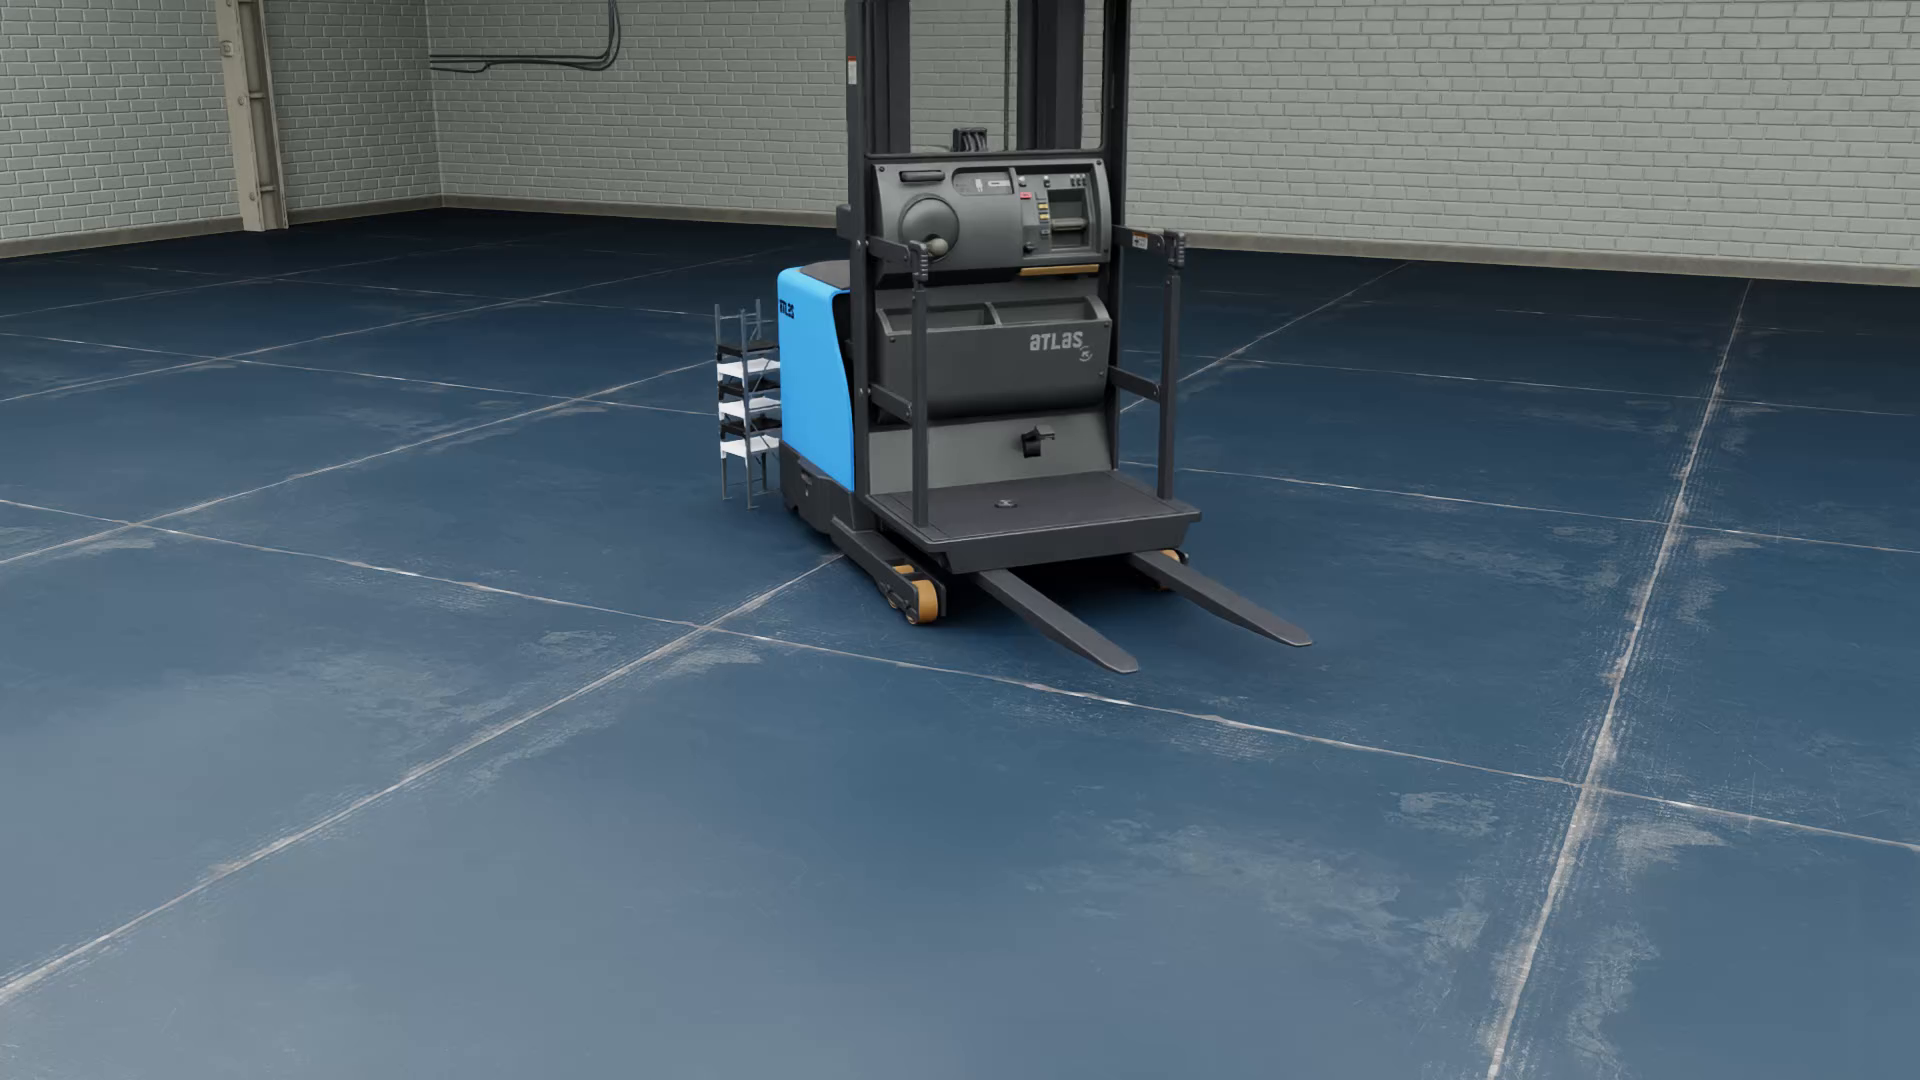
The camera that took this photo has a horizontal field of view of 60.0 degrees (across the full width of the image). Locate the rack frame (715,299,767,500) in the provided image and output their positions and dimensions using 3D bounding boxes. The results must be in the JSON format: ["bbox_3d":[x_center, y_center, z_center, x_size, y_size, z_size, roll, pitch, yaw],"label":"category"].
[{"bbox_3d":[-0.997,-0.637,7.587,0.240,0.900,0.006,-14,22,-39],"label":"rack frame"}]

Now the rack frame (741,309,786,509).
[{"bbox_3d":[-0.862,-0.594,7.441,0.240,0.900,0.006,-14,22,-39],"label":"rack frame"}]

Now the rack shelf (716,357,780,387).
[{"bbox_3d":[-0.930,-0.756,7.473,0.258,0.077,0.200,-14,22,-39],"label":"rack shelf"}]

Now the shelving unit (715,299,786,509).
[{"bbox_3d":[-0.930,-0.615,7.514,0.258,0.900,0.210,-14,22,-39],"label":"shelving unit"}]

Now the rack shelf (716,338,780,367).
[{"bbox_3d":[-0.930,-0.842,7.447,0.258,0.077,0.200,-14,22,-39],"label":"rack shelf"}]

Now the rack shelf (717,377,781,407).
[{"bbox_3d":[-0.930,-0.670,7.498,0.258,0.077,0.200,-14,22,-39],"label":"rack shelf"}]

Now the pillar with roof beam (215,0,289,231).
[{"bbox_3d":[-4.066,-7.312,15.837,9.100,9.000,0.400,8,18,25],"label":"pillar with roof beam"}]

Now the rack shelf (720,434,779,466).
[{"bbox_3d":[-0.929,-0.411,7.575,0.258,0.077,0.200,-14,22,-39],"label":"rack shelf"}]

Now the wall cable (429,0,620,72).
[{"bbox_3d":[-5.418,-6.953,20.083,3.097,2.526,0.112,8,18,25],"label":"wall cable"}]

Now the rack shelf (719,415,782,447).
[{"bbox_3d":[-0.929,-0.497,7.549,0.258,0.077,0.200,-14,22,-39],"label":"rack shelf"}]

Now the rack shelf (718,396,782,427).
[{"bbox_3d":[-0.930,-0.583,7.524,0.258,0.077,0.200,-14,22,-39],"label":"rack shelf"}]

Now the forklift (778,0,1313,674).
[{"bbox_3d":[0.215,-1.234,6.030,1.130,2.935,3.031,-7,18,-21],"label":"forklift"}]
